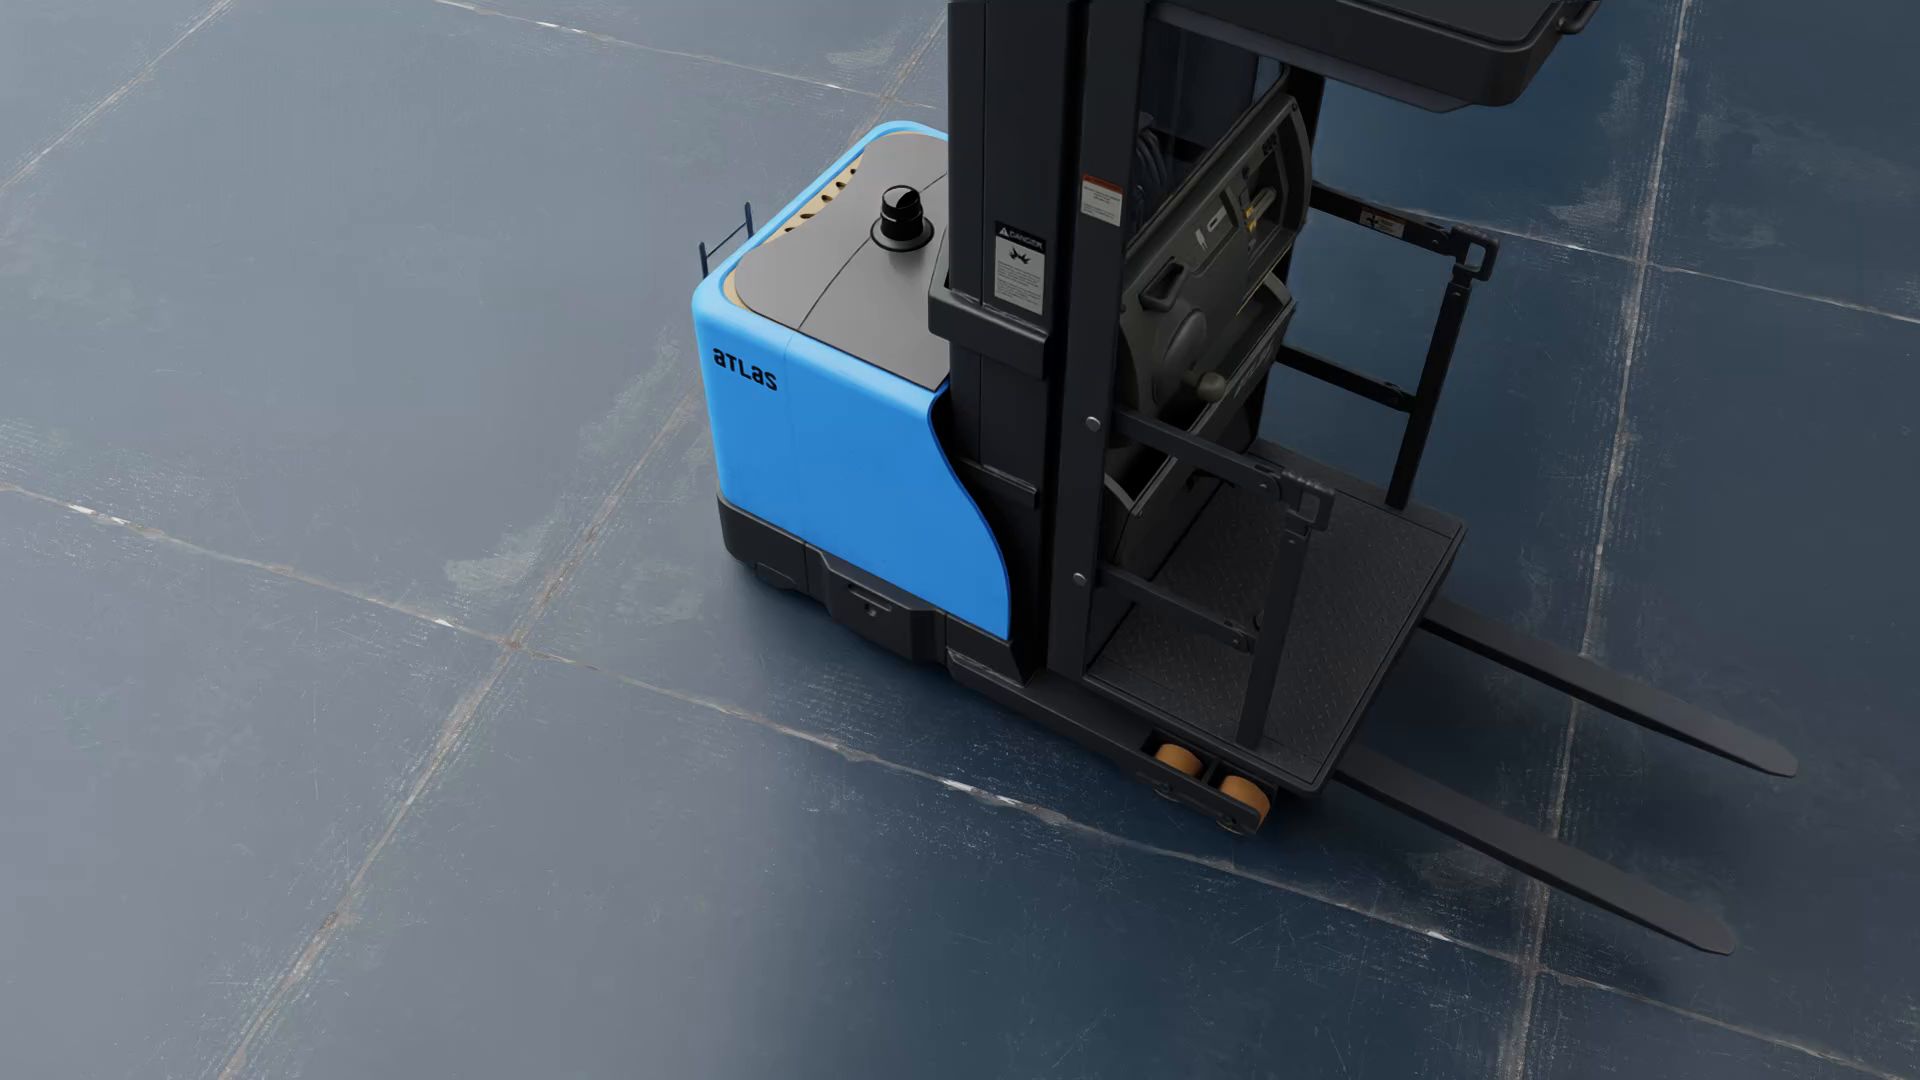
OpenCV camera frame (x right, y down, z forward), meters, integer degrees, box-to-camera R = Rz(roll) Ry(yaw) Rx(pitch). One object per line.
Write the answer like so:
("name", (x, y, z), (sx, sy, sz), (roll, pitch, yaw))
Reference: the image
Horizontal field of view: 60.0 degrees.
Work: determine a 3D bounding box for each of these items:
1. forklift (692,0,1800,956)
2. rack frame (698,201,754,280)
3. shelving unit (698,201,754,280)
("forklift", (0.787, -0.620, 3.848), (3.031, 2.935, 1.130), (26, 54, 20))
("rack frame", (-0.690, -0.633, 5.203), (0.006, 0.900, 0.240), (26, 54, 20))
("shelving unit", (-0.604, -0.592, 5.168), (0.210, 0.900, 0.258), (26, 54, 20))
